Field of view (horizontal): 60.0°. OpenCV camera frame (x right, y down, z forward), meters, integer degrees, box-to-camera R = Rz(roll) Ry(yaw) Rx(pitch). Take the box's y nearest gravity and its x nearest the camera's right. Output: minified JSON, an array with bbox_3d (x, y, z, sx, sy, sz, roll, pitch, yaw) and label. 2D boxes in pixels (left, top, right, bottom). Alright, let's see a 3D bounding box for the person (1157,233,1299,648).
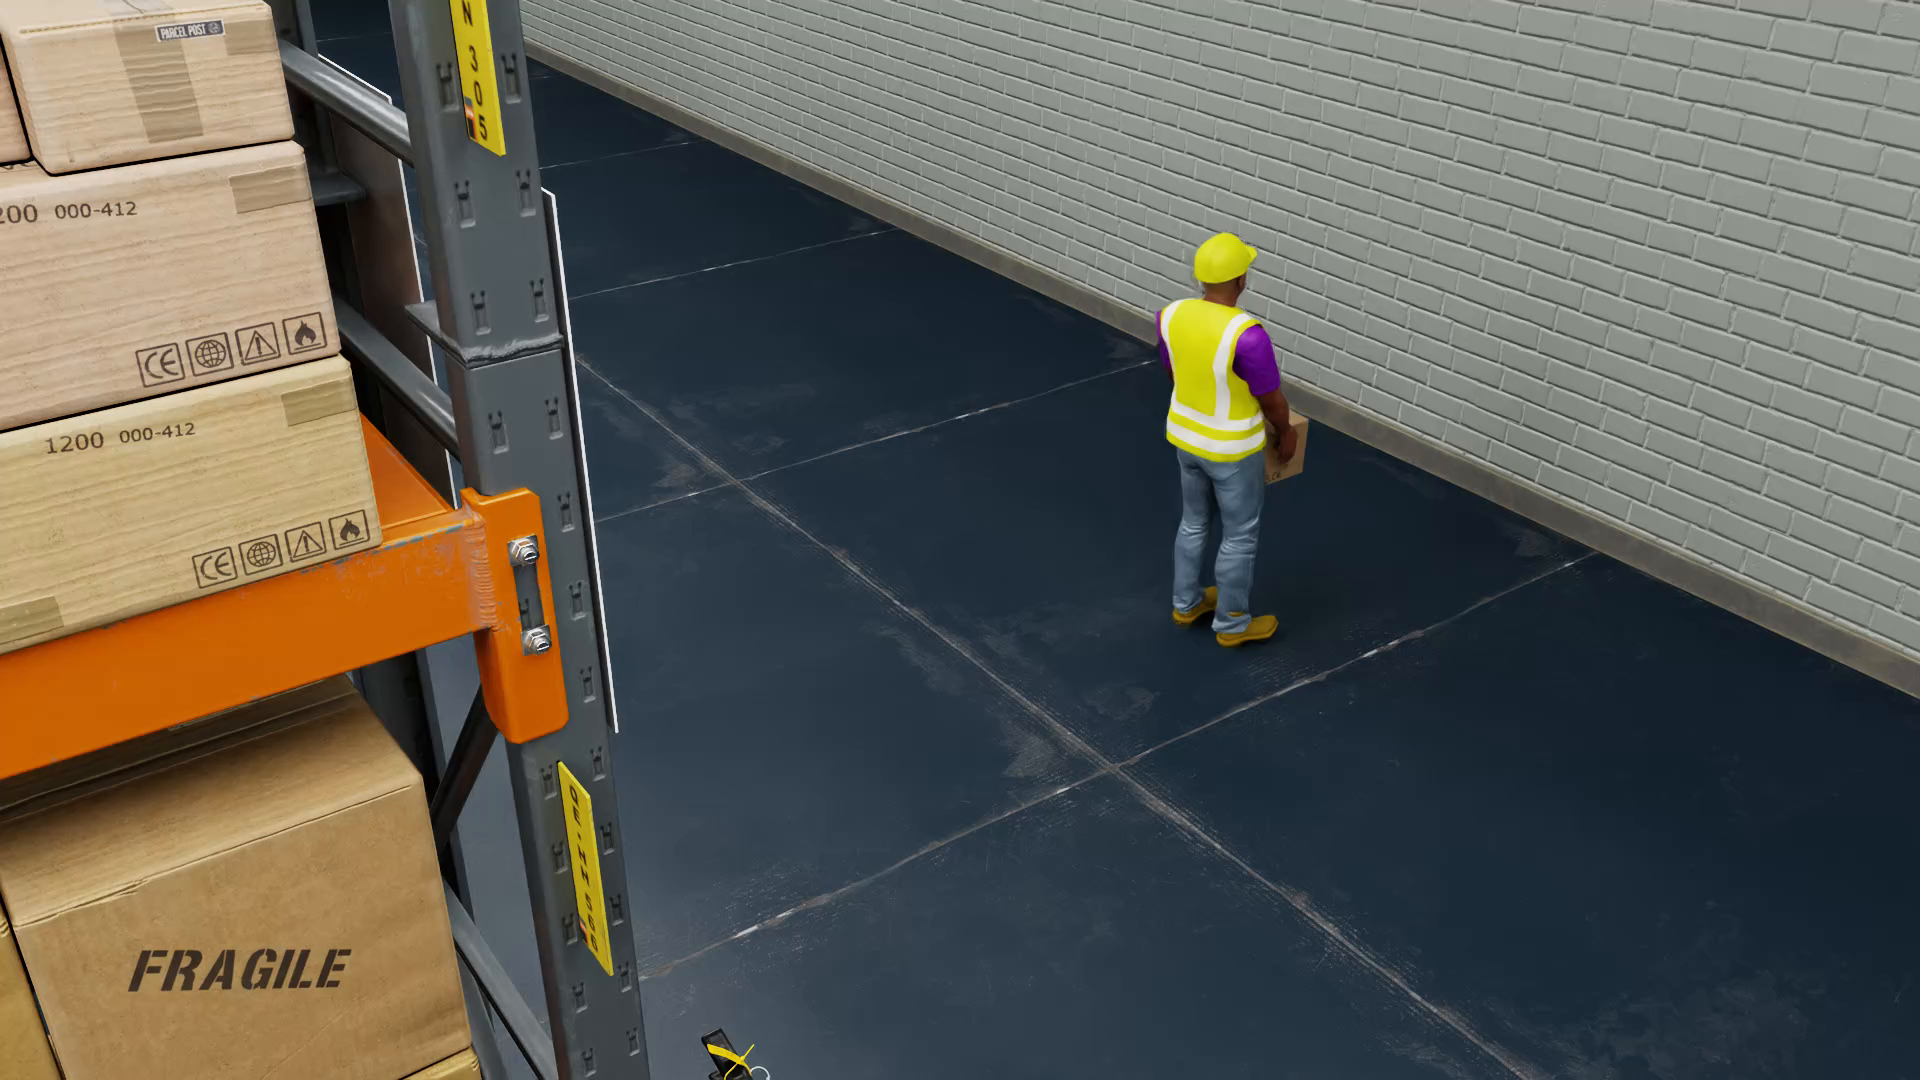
[{"bbox_3d":[1.093,-0.422,6.877,0.481,1.767,0.581,-22,35,-35],"label":"person"}]
